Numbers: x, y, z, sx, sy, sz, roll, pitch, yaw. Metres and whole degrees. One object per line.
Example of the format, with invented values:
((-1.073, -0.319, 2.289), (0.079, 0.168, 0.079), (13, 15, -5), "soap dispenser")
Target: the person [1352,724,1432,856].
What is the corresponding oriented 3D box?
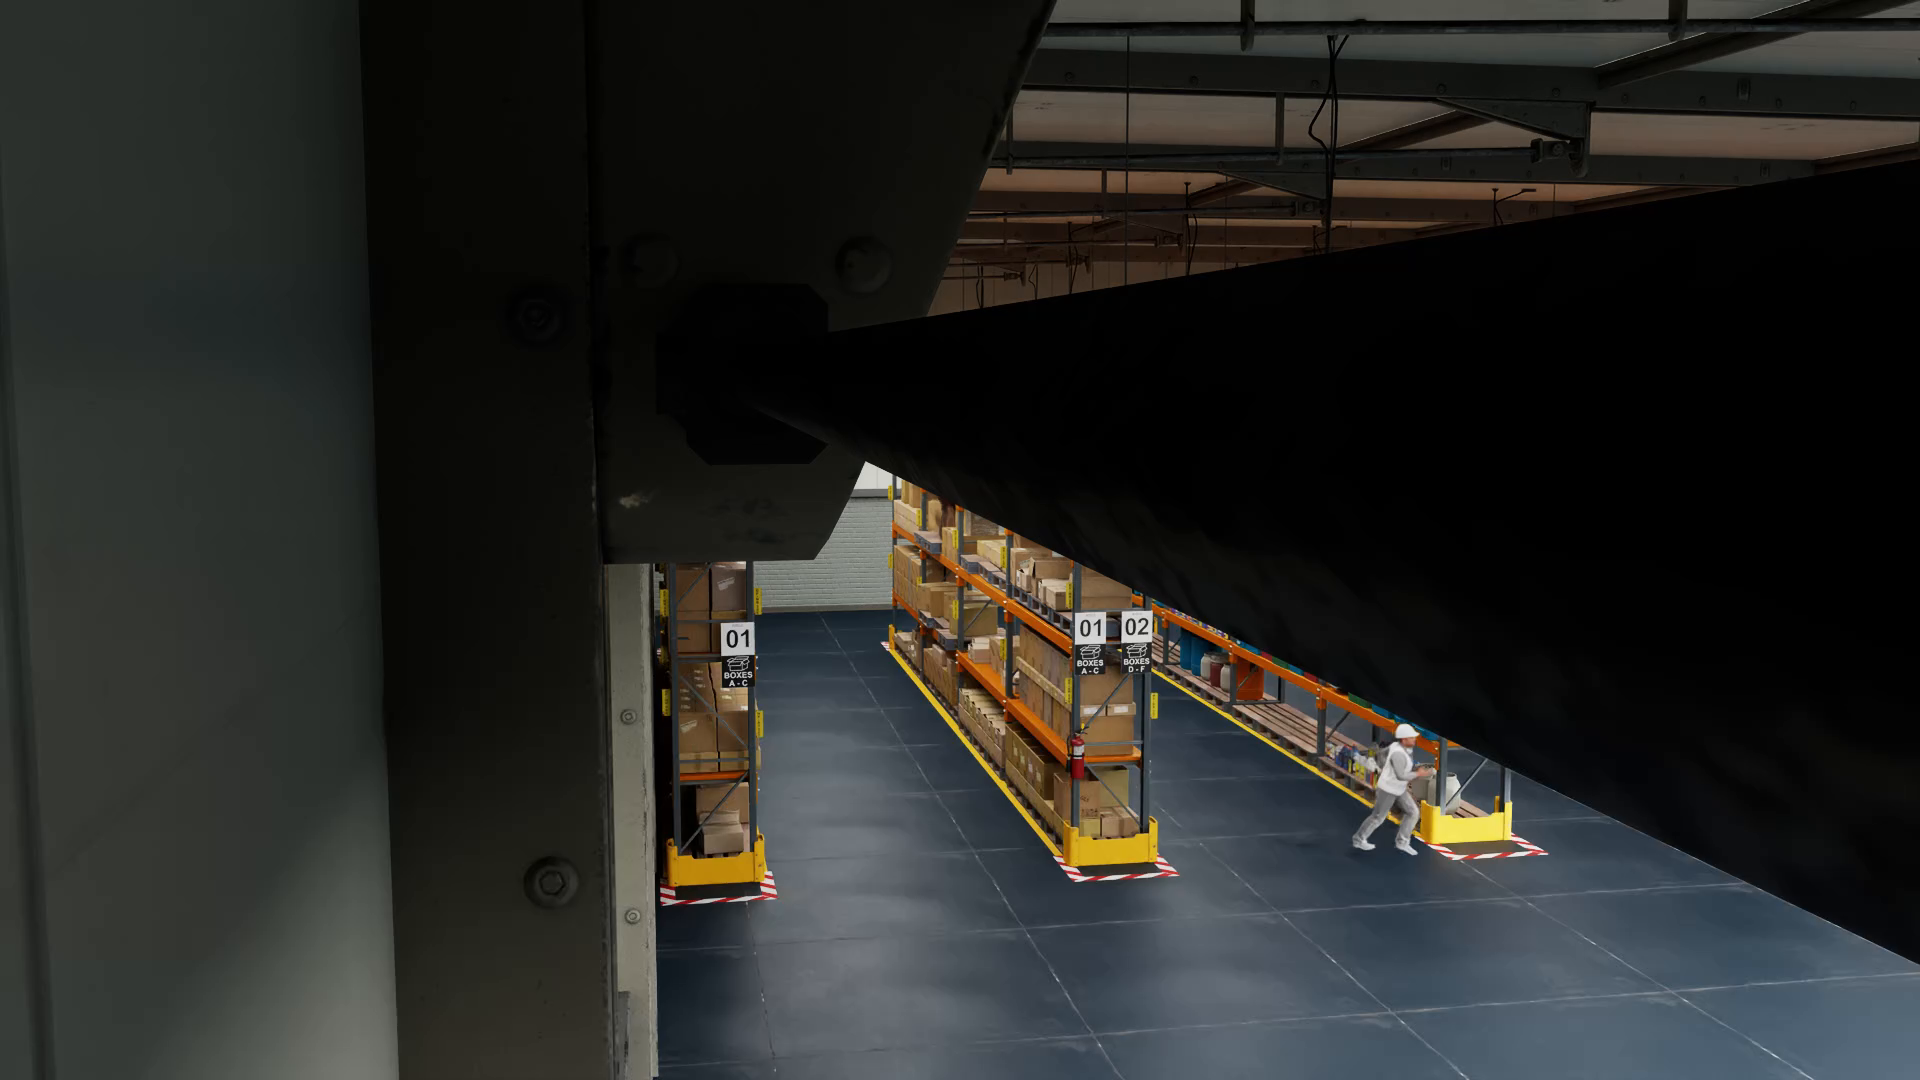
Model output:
((5.498, 3.174, 21.142), (0.967, 1.728, 0.588), (3, 7, 27), "person")
